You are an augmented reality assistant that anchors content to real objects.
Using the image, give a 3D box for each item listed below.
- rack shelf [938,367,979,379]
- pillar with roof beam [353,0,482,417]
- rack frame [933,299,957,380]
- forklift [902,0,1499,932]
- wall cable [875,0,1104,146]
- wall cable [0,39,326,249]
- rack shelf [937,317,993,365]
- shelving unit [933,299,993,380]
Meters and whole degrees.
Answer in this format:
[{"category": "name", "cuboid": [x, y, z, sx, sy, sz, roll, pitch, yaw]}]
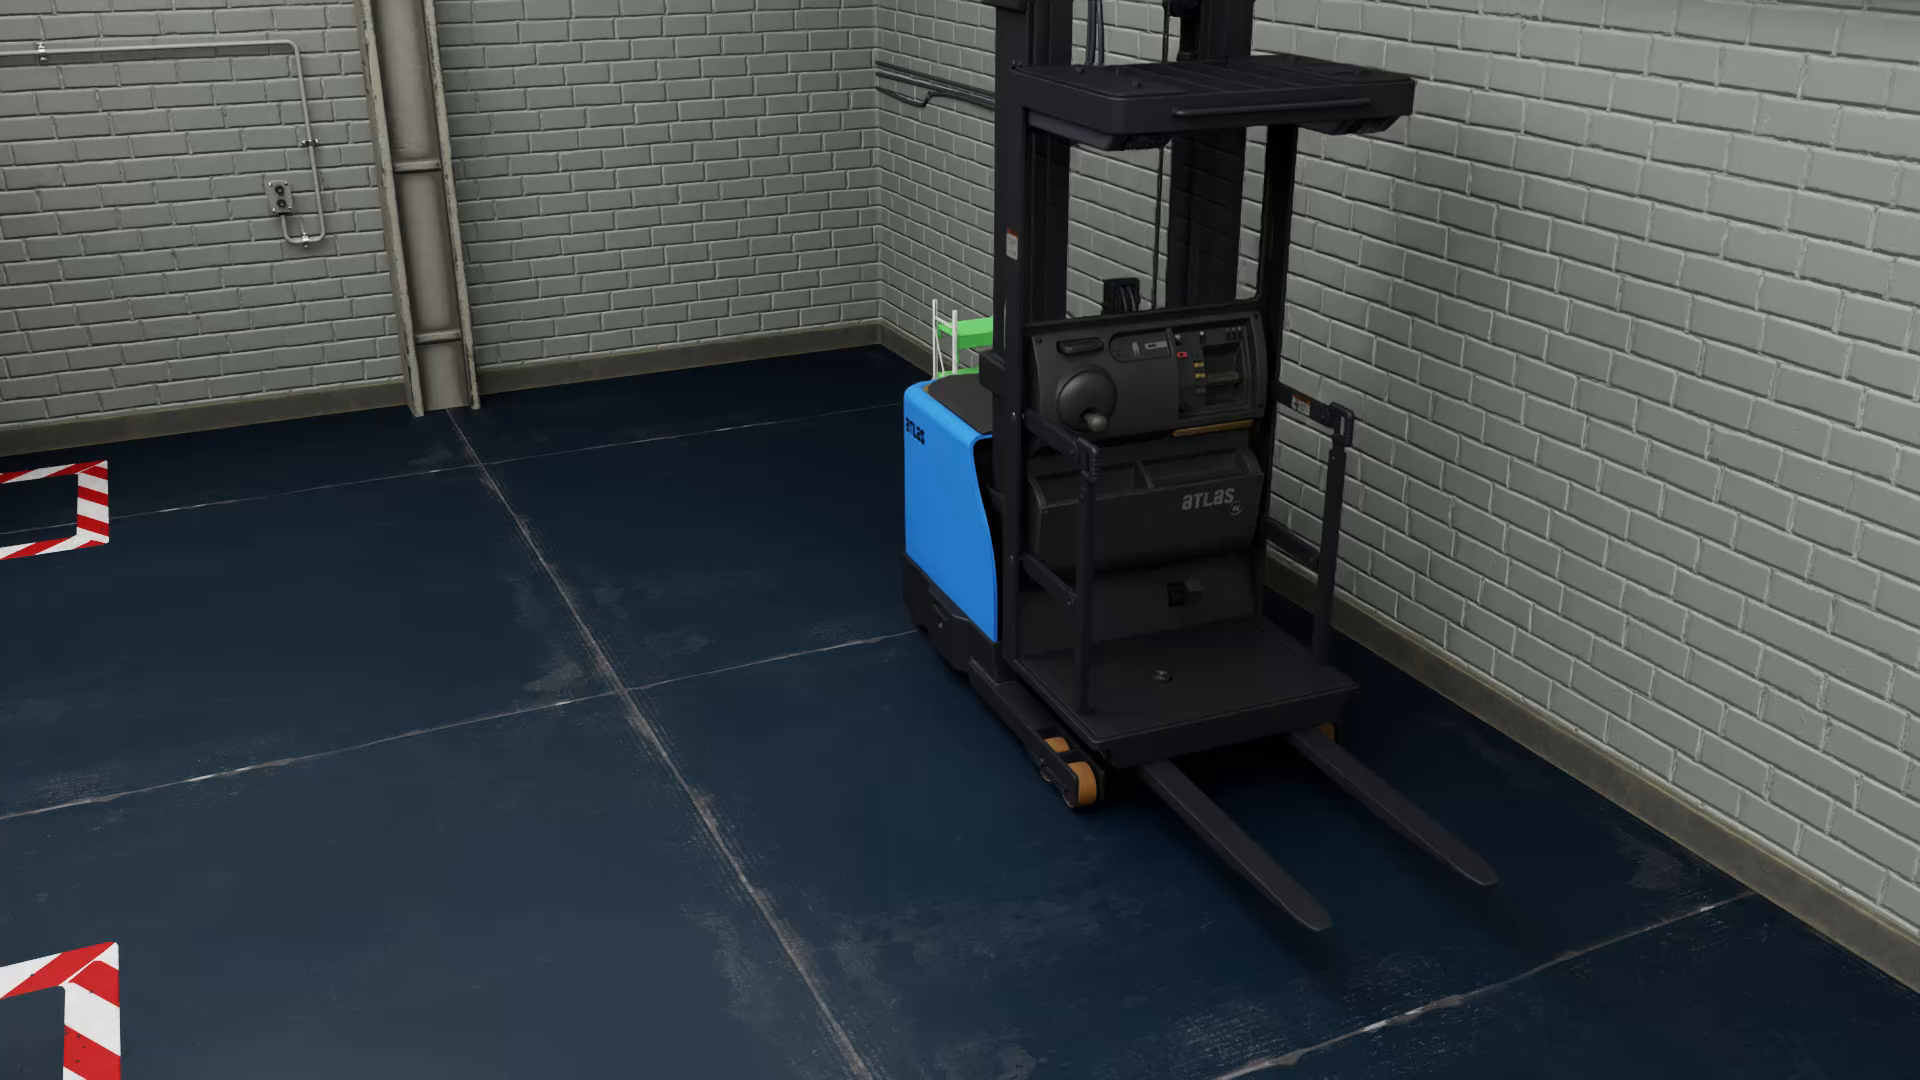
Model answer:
[{"category": "rack shelf", "cuboid": [0.149, -0.745, 8.019, 0.480, 0.148, 0.258, -10, 25, -24]}, {"category": "pillar with roof beam", "cuboid": [-1.315, -3.504, 4.948, 0.400, 9.000, 9.100, -10, 25, -24]}, {"category": "rack frame", "cuboid": [-0.071, -0.541, 7.989, 0.015, 1.200, 0.240, -10, 25, -24]}, {"category": "forklift", "cuboid": [0.777, -0.582, 5.823, 1.130, 2.935, 3.031, -9, 24, -21]}, {"category": "wall cable", "cuboid": [0.012, -3.622, 9.293, 0.112, 2.526, 3.097, -10, 25, -24]}, {"category": "wall cable", "cuboid": [-4.496, -2.477, 8.984, 1.851, 1.984, 0.084, -10, 25, -24]}, {"category": "rack shelf", "cuboid": [0.149, -0.966, 7.928, 0.480, 0.148, 0.258, -10, 25, -24]}, {"category": "shelving unit", "cuboid": [0.149, -0.582, 8.087, 0.503, 1.200, 0.258, -10, 25, -24]}]
